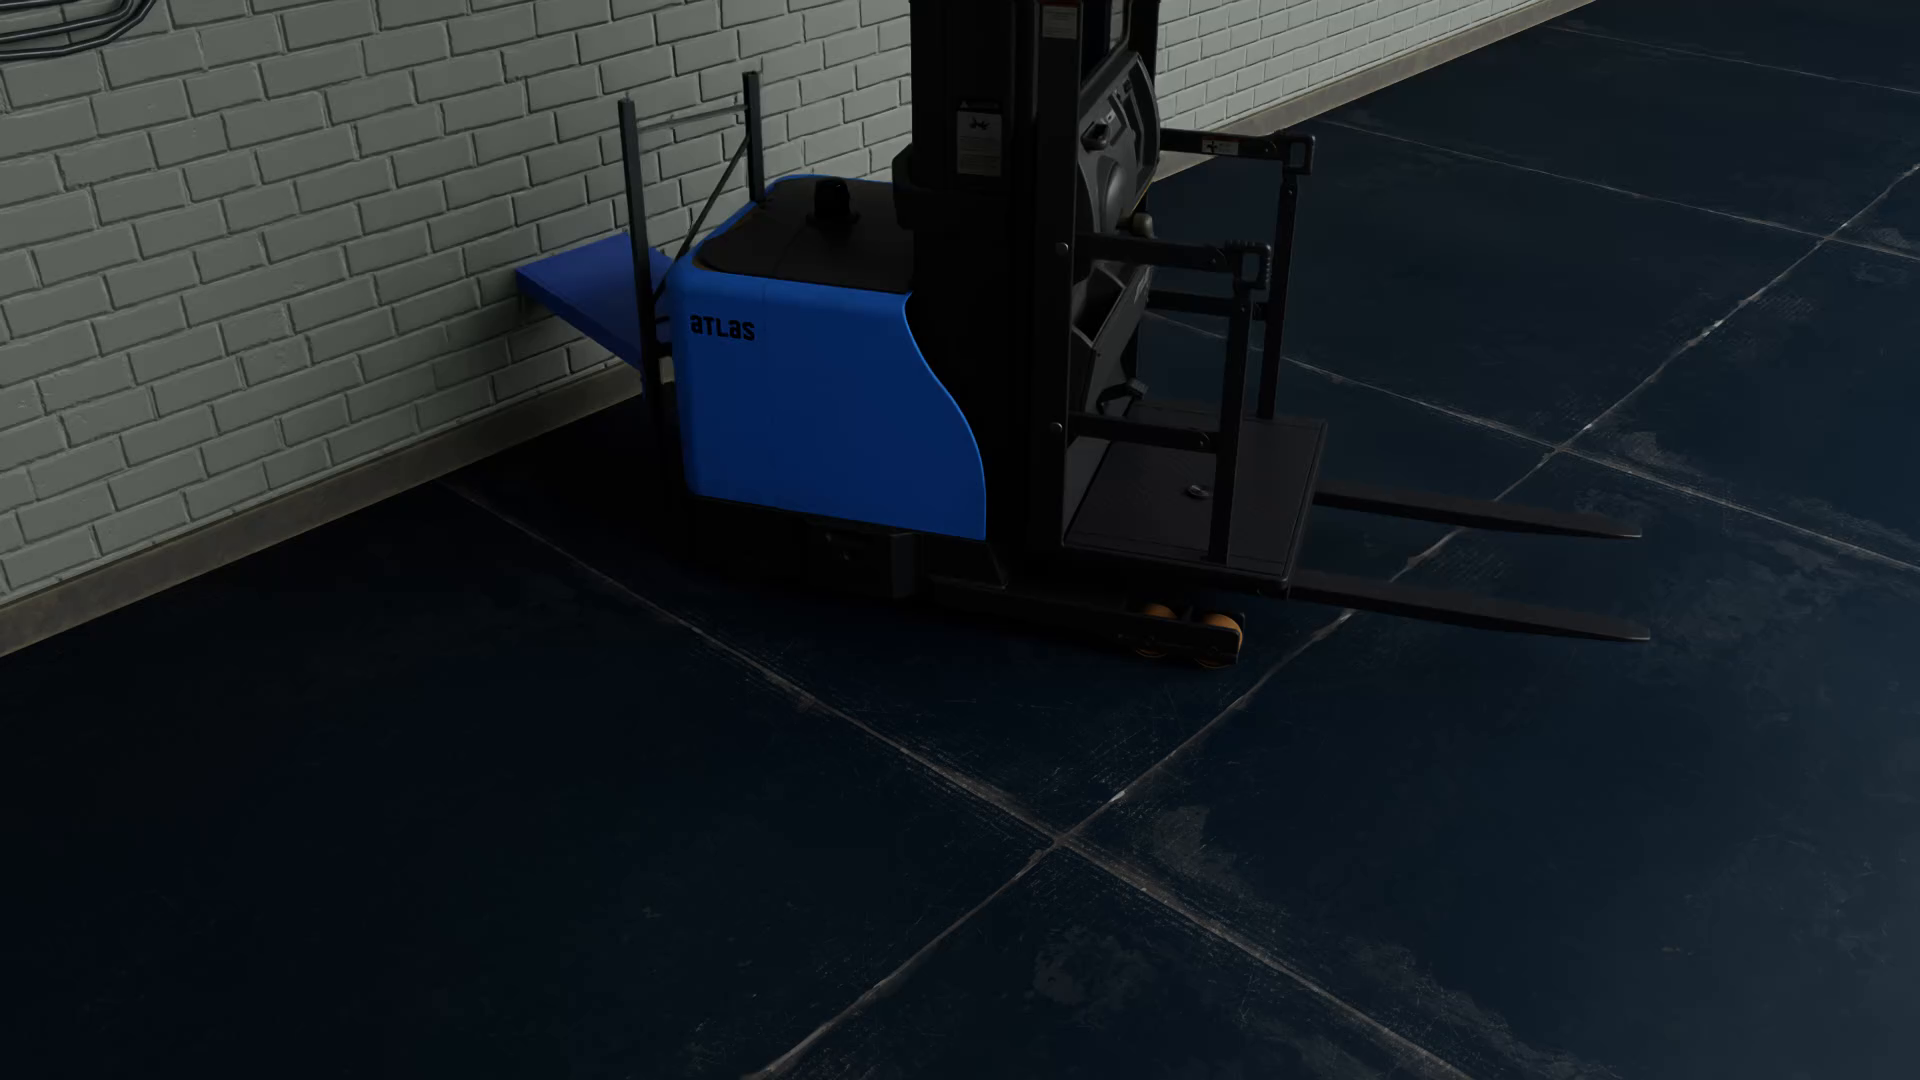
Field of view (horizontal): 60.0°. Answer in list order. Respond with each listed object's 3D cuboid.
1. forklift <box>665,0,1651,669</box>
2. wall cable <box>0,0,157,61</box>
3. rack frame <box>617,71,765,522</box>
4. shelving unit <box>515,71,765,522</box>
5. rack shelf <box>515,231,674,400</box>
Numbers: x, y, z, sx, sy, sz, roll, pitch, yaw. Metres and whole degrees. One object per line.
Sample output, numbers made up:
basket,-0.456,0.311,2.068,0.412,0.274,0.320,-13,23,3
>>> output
forklift,0.659,-1.168,4.849,3.031,2.935,1.130,9,32,15
wall cable,-3.252,-1.981,3.327,0.112,2.526,3.097,25,39,35
rack frame,-0.854,-0.785,5.601,0.500,1.500,0.032,-24,40,-33
shelving unit,-1.182,-0.996,5.927,0.538,1.500,1.048,-24,40,-33
rack shelf,-1.184,-0.844,6.023,0.538,0.185,1.000,-24,40,-33
